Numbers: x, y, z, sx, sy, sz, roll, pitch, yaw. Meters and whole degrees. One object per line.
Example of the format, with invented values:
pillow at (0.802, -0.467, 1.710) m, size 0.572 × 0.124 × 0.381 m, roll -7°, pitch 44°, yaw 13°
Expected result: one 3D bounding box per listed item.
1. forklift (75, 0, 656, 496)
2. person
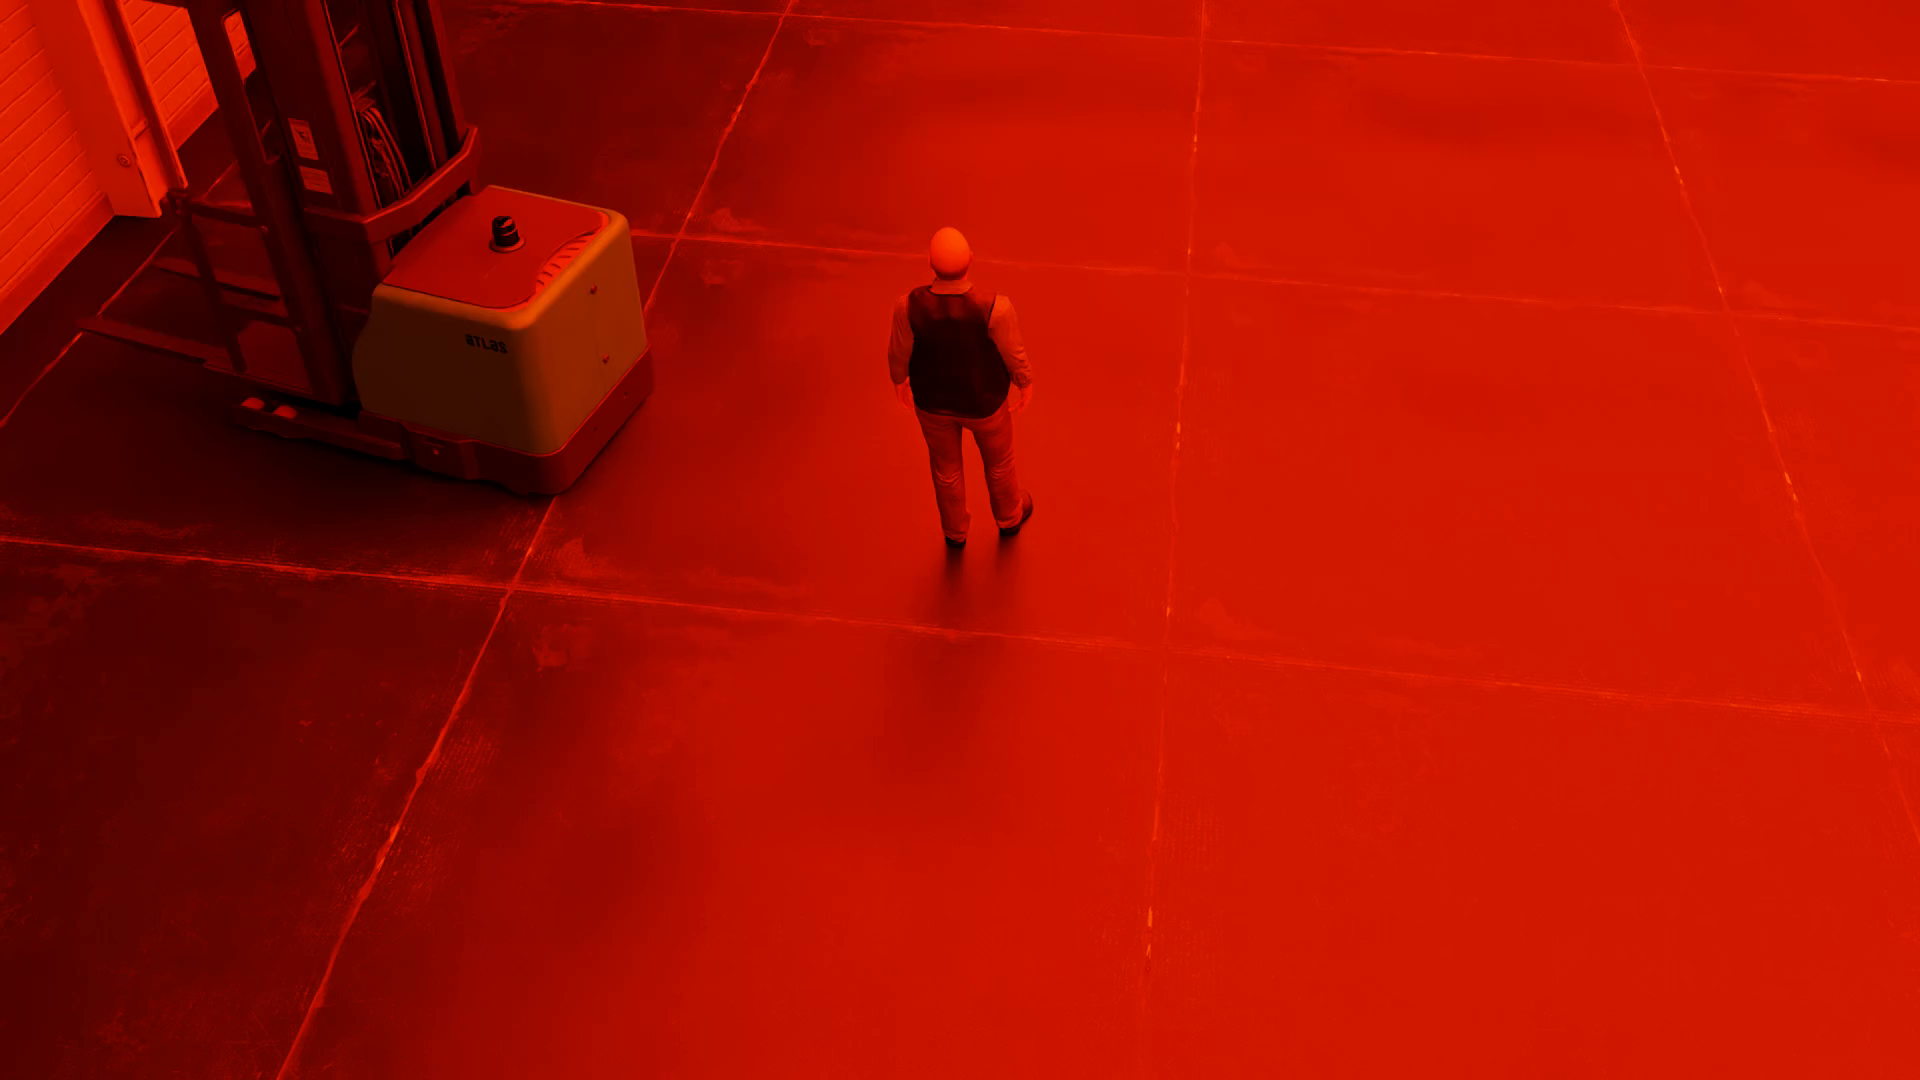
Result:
forklift at (-3.159, -1.915, 7.808) m, size 3.031 × 2.935 × 1.130 m, roll 14°, pitch 44°, yaw 15°
person at (0.015, -0.681, 7.349) m, size 0.634 × 1.722 × 0.566 m, roll 5°, pitch 43°, yaw 6°
